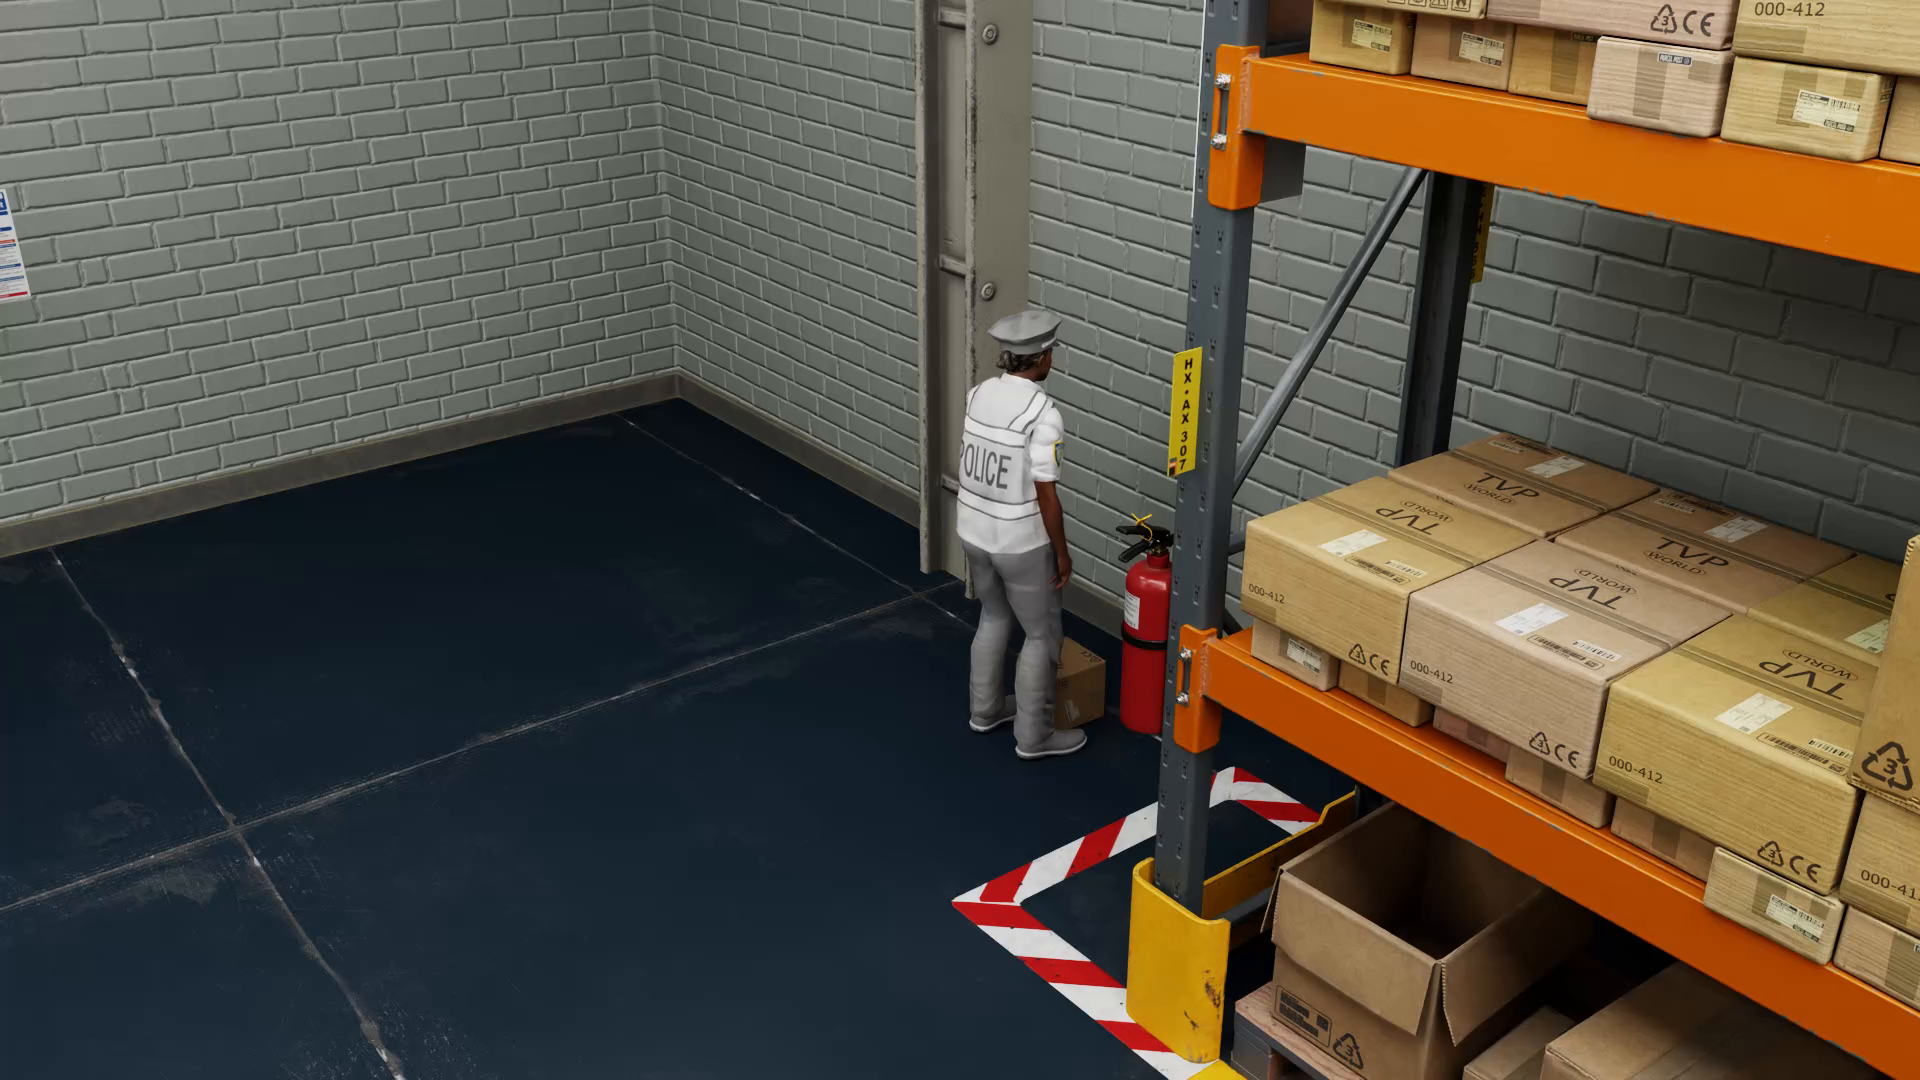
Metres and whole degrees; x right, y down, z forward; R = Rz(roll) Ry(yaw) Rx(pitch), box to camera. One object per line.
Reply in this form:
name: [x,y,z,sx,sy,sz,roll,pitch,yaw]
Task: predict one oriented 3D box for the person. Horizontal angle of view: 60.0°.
person: [0.214,-0.005,6.114,0.397,1.661,0.531,-20,32,-37]
